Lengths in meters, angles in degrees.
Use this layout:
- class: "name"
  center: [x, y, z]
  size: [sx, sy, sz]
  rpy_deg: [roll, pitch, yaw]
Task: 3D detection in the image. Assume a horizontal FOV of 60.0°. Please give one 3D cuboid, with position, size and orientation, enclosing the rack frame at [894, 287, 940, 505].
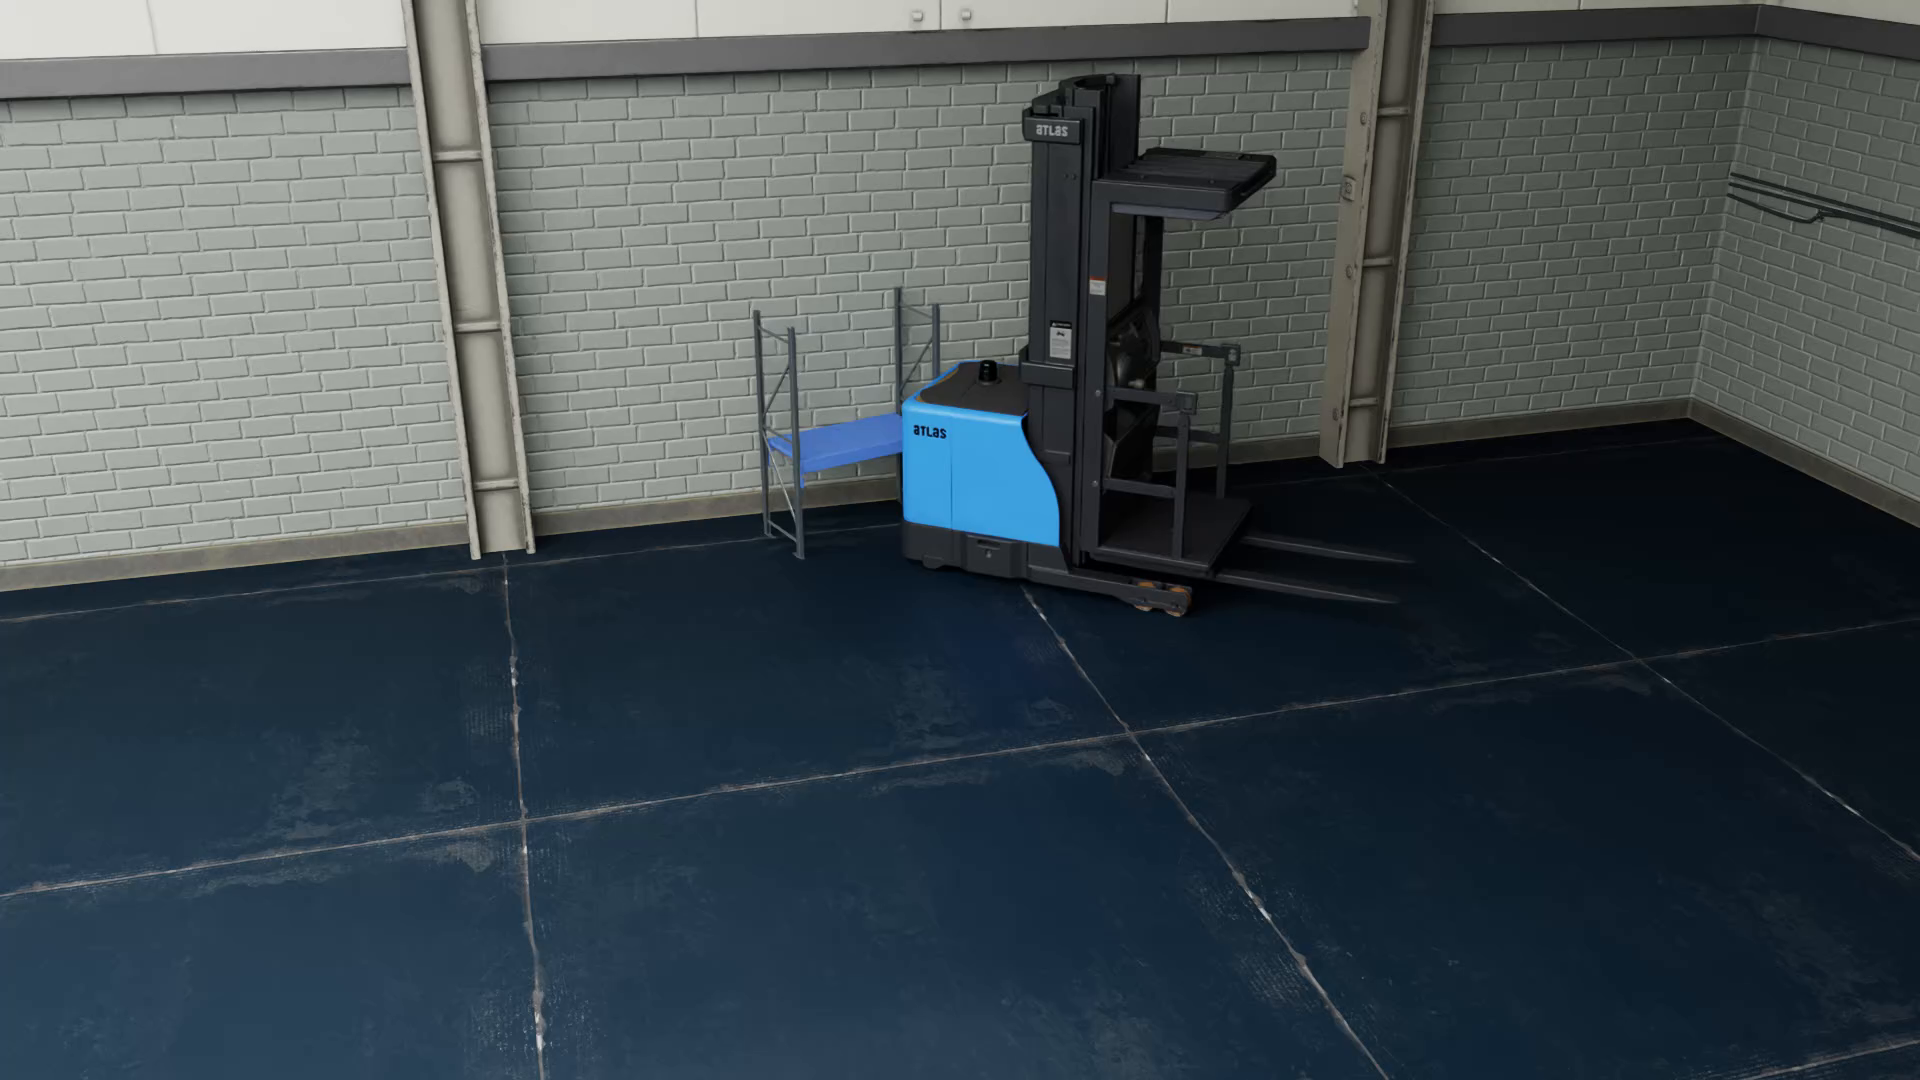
- class: "rack frame"
  center: [-0.277, -0.868, 10.871]
  size: [0.032, 1.500, 0.500]
  rpy_deg: [-14, 27, -30]

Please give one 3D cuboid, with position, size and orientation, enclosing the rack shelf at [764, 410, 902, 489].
- class: "rack shelf"
  center: [-0.703, -0.593, 10.686]
  size: [1.000, 0.185, 0.538]
  rpy_deg: [-14, 27, -30]

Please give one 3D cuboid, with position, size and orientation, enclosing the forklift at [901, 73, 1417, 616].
- class: "forklift"
  center: [1.201, -1.139, 9.688]
  size: [3.031, 2.935, 1.130]
  rpy_deg: [9, 25, 21]

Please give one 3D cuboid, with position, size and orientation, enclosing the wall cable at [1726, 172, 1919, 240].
- class: "wall cable"
  center: [6.048, -3.116, 10.537]
  size: [0.112, 2.526, 3.097]
  rpy_deg: [-6, 24, -14]

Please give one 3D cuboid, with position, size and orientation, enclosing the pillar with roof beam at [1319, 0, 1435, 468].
- class: "pillar with roof beam"
  center: [4.017, -3.096, 6.554]
  size: [0.400, 9.000, 9.100]
  rpy_deg: [-6, 24, -14]

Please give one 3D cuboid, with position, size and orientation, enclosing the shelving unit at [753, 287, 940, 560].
- class: "shelving unit"
  center: [-0.703, -0.758, 10.615]
  size: [1.048, 1.500, 0.538]
  rpy_deg: [-14, 27, -30]

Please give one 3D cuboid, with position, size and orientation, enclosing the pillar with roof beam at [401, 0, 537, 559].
- class: "pillar with roof beam"
  center: [-1.760, -2.457, 5.065]
  size: [0.400, 9.000, 9.100]
  rpy_deg: [-6, 24, -14]

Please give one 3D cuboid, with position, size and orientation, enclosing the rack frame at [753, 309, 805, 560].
- class: "rack frame"
  center: [-1.128, -0.649, 10.360]
  size: [0.032, 1.500, 0.500]
  rpy_deg: [-14, 27, -30]
